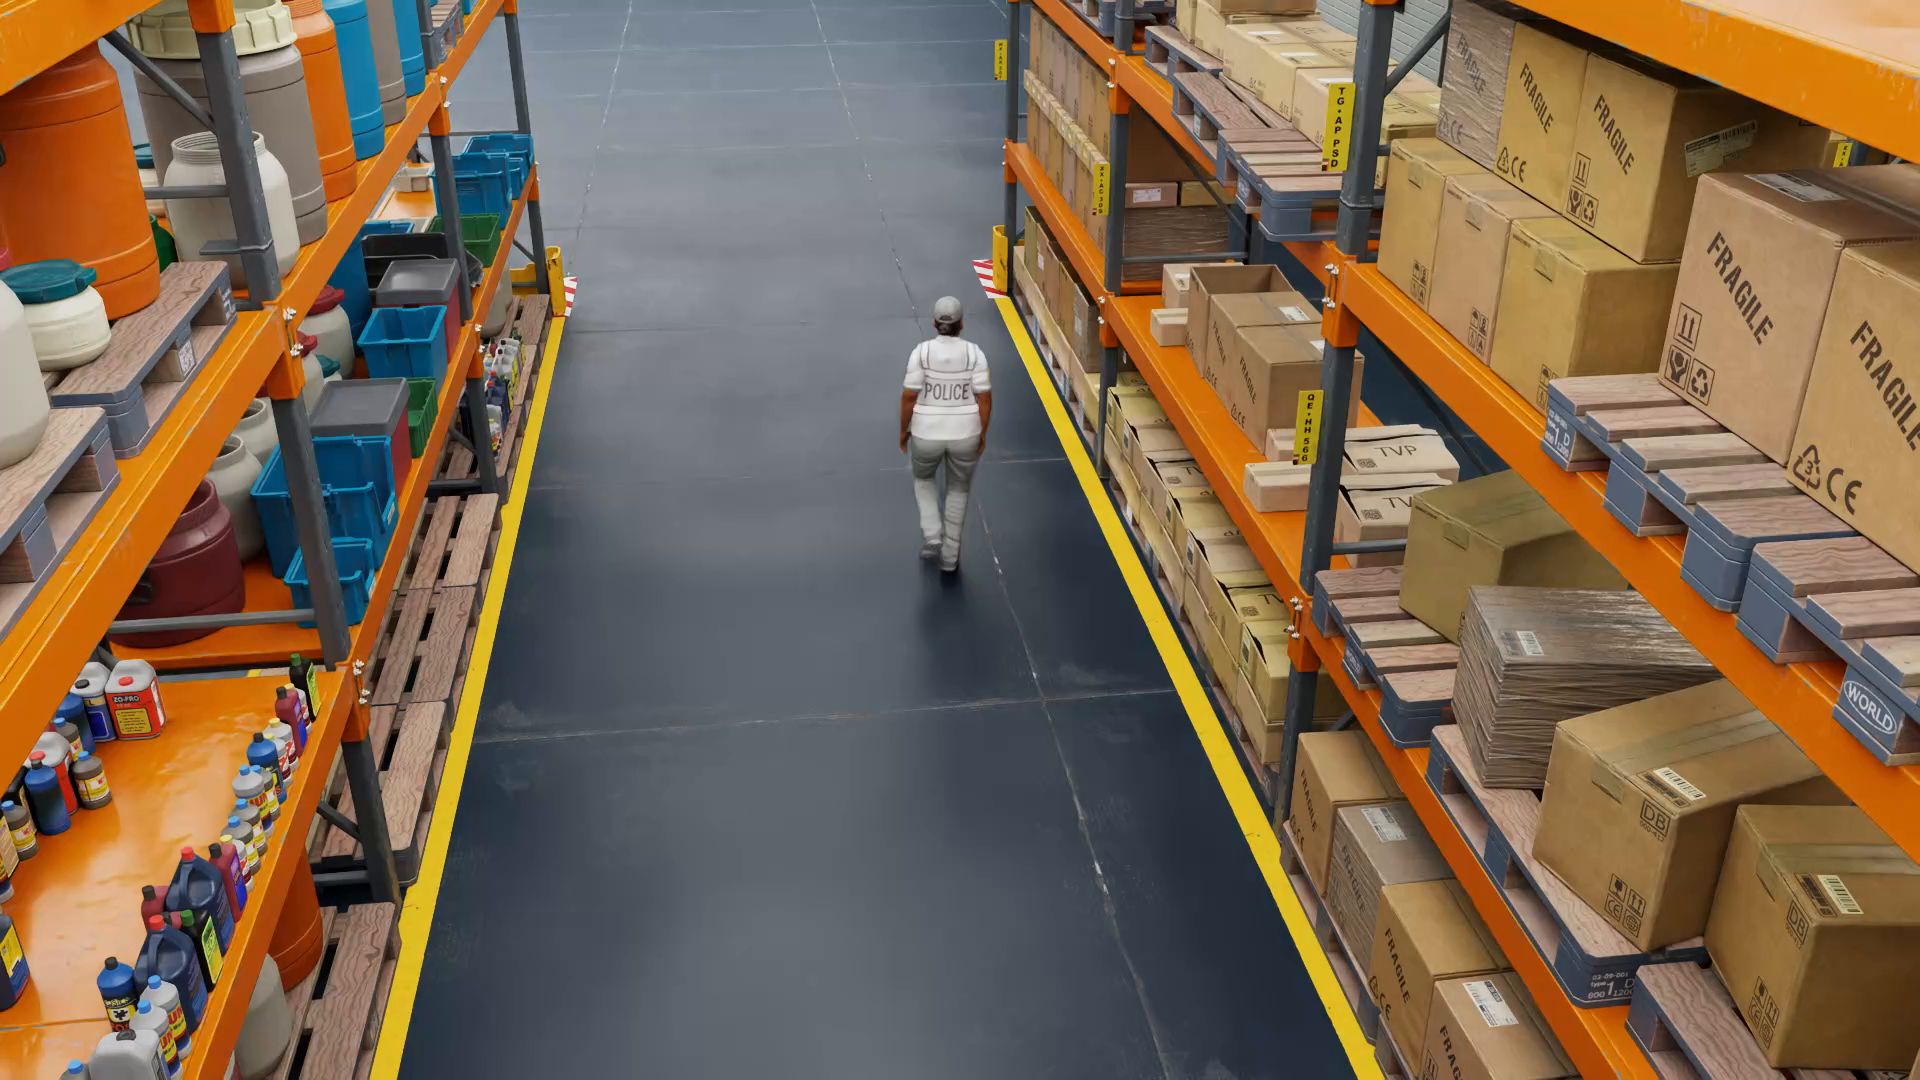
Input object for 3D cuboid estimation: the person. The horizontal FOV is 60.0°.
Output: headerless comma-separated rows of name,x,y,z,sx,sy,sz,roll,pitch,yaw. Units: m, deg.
person,-0.086,-0.623,9.820,0.546,1.651,0.475,-1,27,-1
